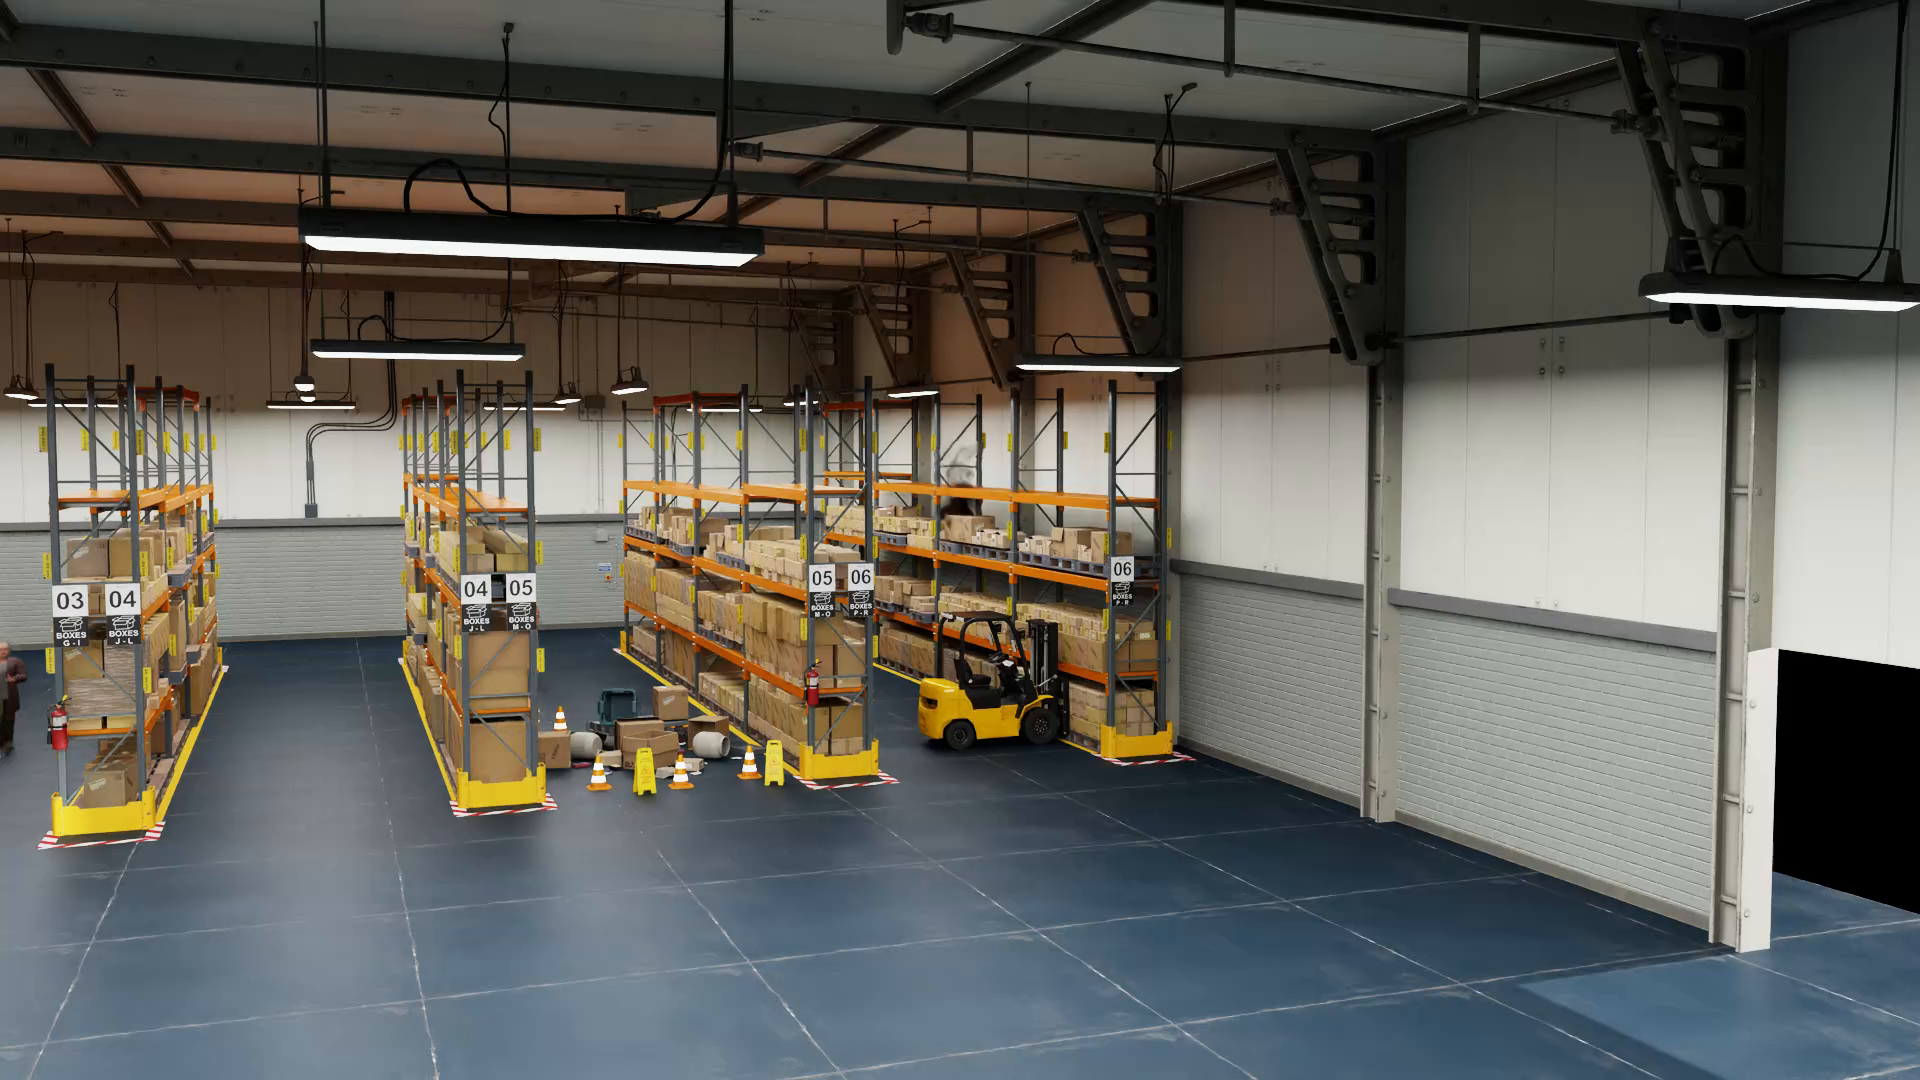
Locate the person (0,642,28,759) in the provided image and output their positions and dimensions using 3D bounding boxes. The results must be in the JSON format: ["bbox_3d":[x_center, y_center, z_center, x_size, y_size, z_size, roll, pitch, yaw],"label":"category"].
[{"bbox_3d":[-15.337,2.553,26.685,0.666,1.845,0.937,-2,4,-34],"label":"person"}]
